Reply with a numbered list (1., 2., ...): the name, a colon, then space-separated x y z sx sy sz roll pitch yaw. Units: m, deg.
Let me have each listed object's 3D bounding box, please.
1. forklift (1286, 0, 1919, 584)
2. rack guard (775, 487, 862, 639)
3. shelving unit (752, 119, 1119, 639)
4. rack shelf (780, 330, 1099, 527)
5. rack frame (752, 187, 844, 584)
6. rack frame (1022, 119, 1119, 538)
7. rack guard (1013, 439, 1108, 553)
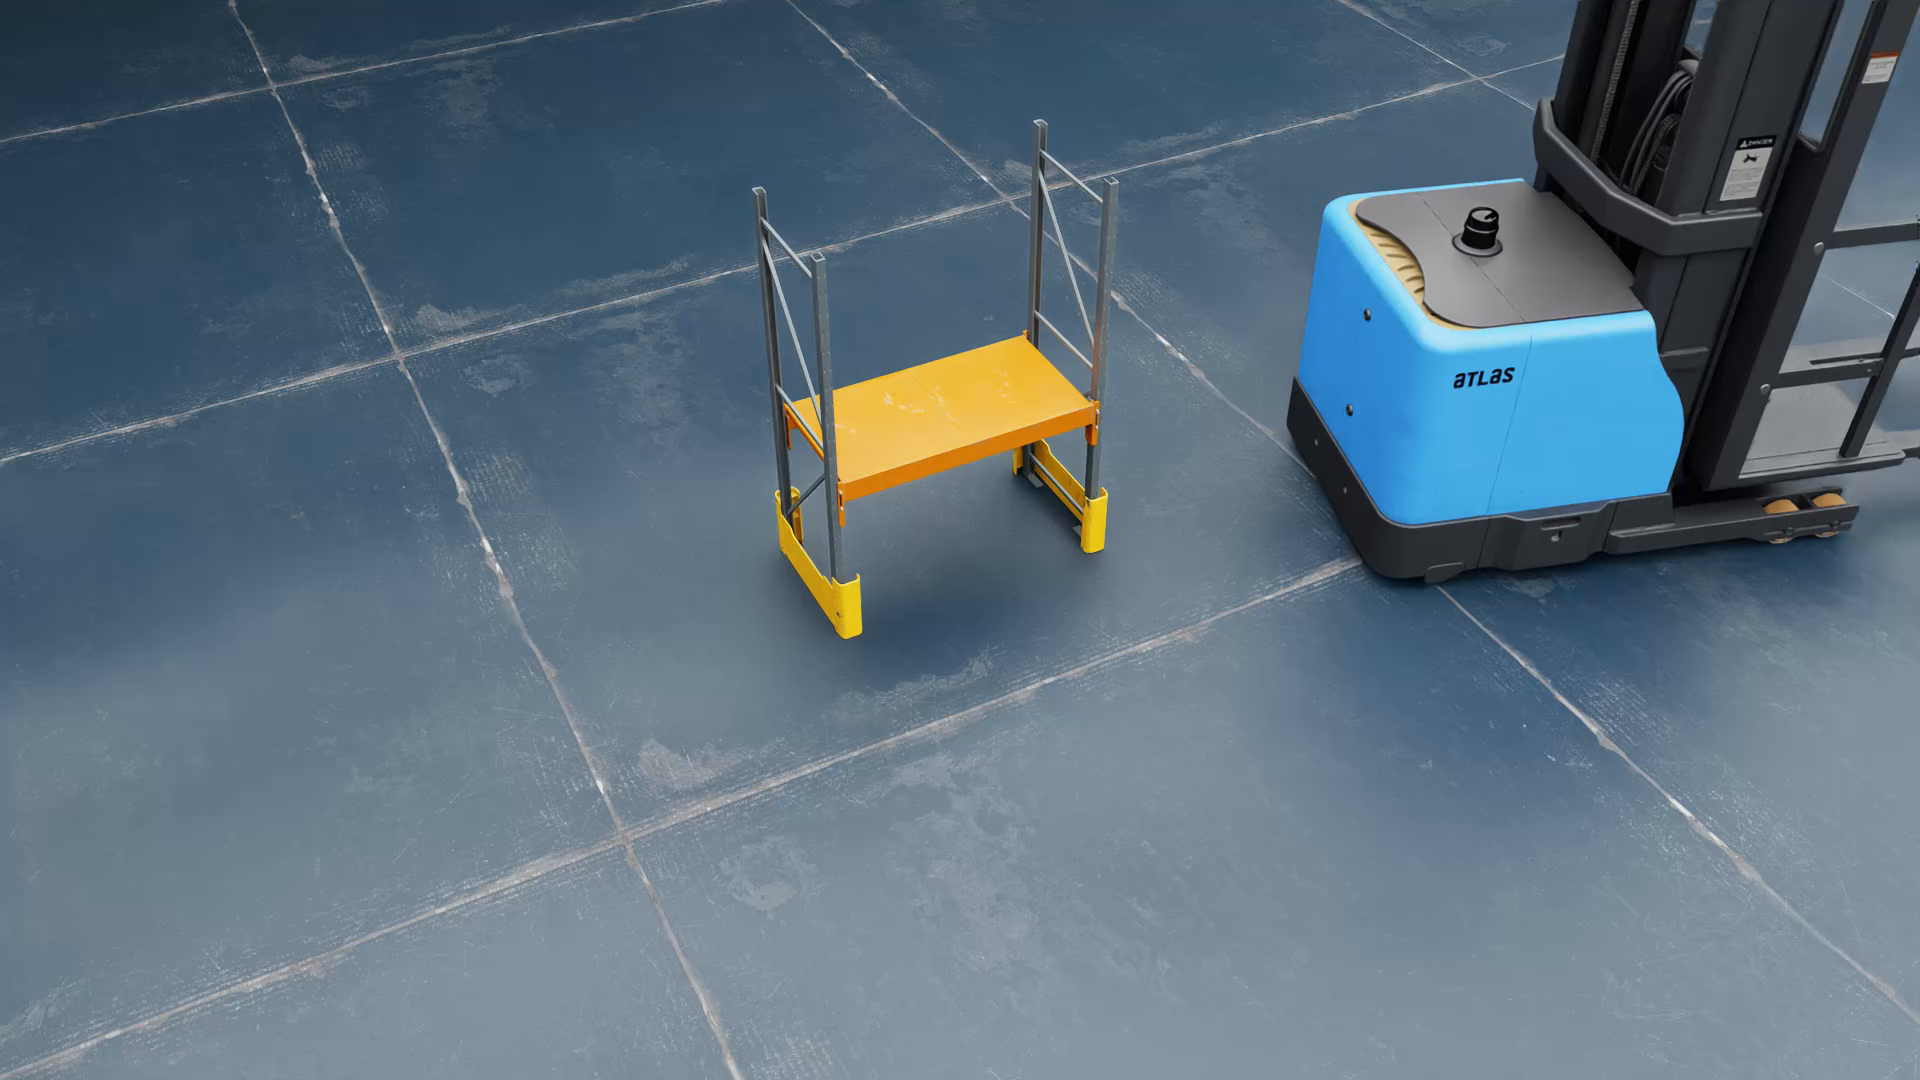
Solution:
1. forklift: 2.881 -1.434 5.675 3.031 2.935 1.130 -7 41 -8
2. rack guard: -0.509 0.076 5.967 0.087 0.250 0.587 -19 44 -21
3. shelving unit: -0.068 -0.550 5.739 1.083 1.500 0.587 -19 44 -21
4. rack shelf: -0.076 -0.410 5.852 1.000 0.185 0.538 -19 44 -21
5. rack frame: -0.527 -0.395 5.556 0.032 1.500 0.500 -19 44 -21
6. rack frame: 0.375 -0.699 5.915 0.032 1.500 0.500 -19 44 -21
7. rack guard: 0.374 -0.221 6.318 0.087 0.250 0.587 -19 44 -21
